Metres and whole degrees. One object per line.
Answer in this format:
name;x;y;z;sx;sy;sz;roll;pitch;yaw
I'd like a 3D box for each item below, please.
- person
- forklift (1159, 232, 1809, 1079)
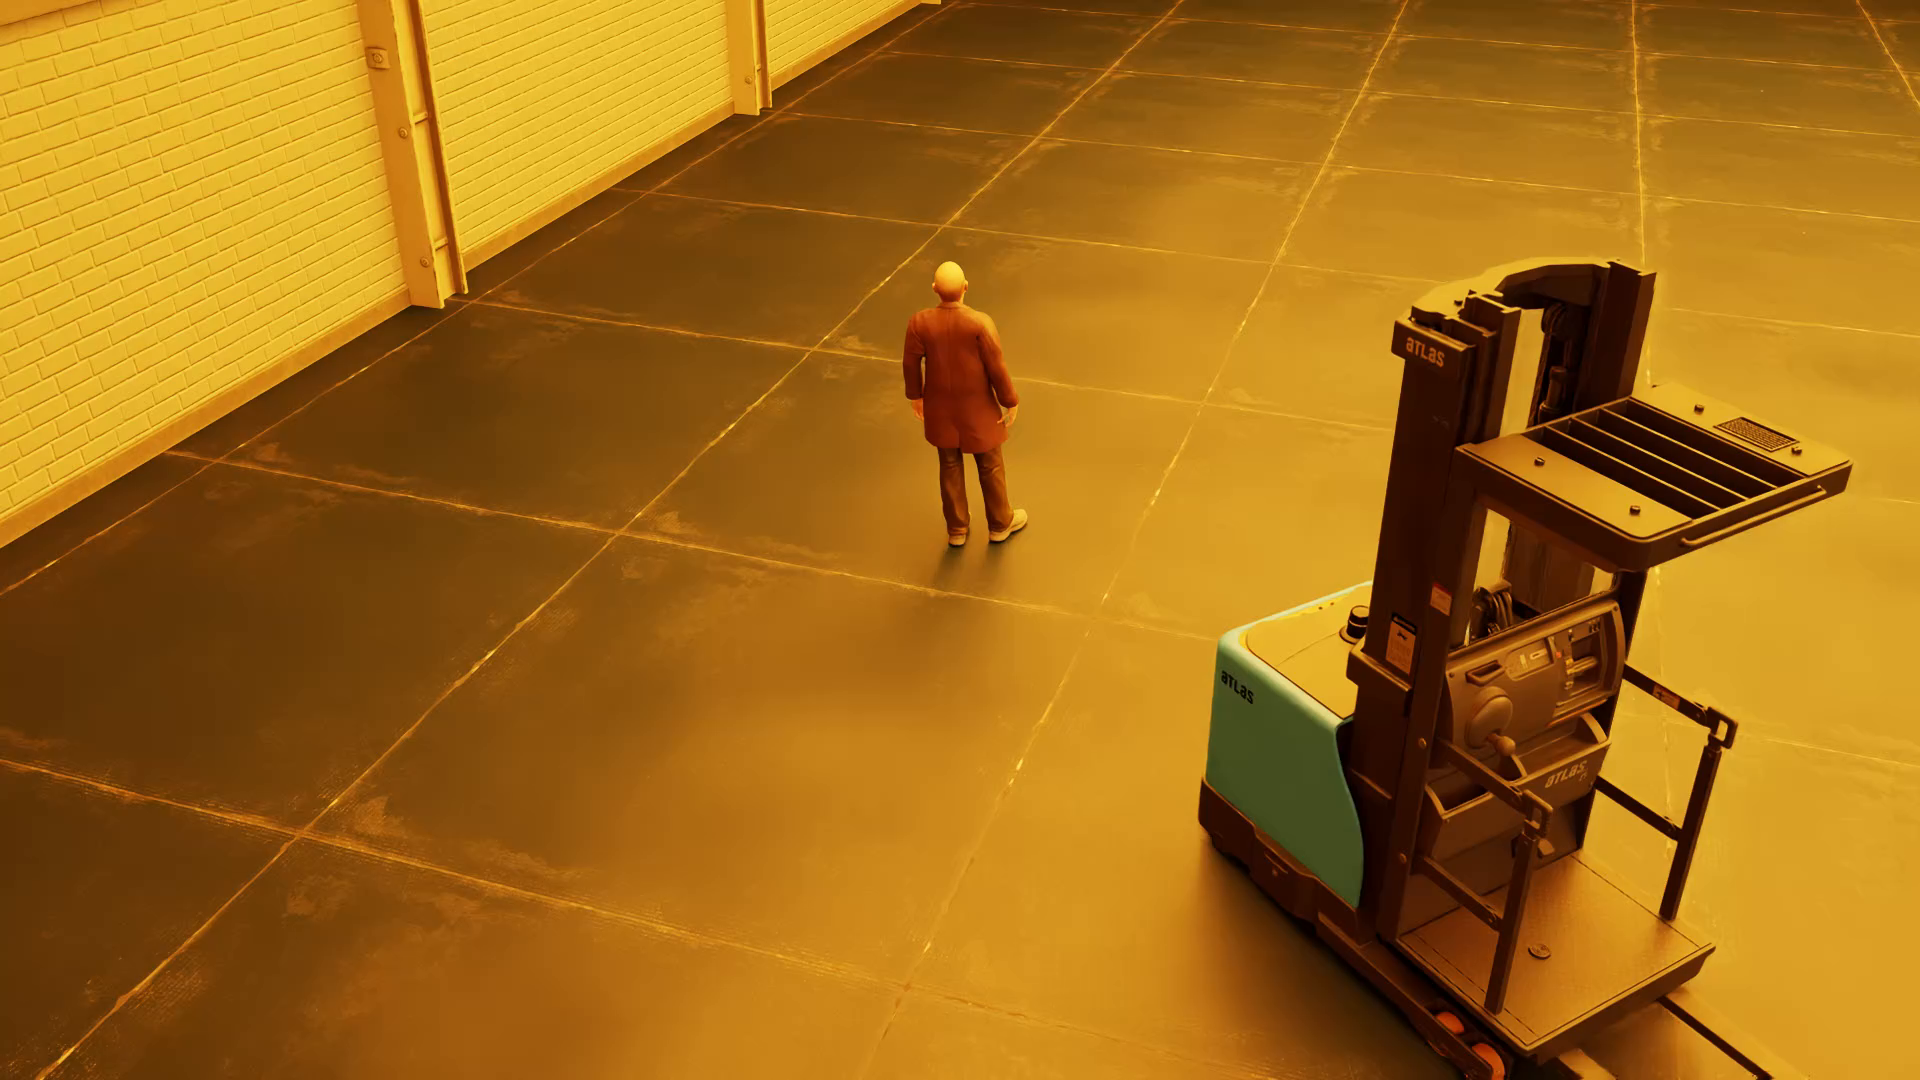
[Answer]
person;0.033;-0.822;9.727;0.698;1.779;0.578;10;31;16
forklift;2.137;0.443;6.360;1.130;2.935;3.031;-17;34;-27
